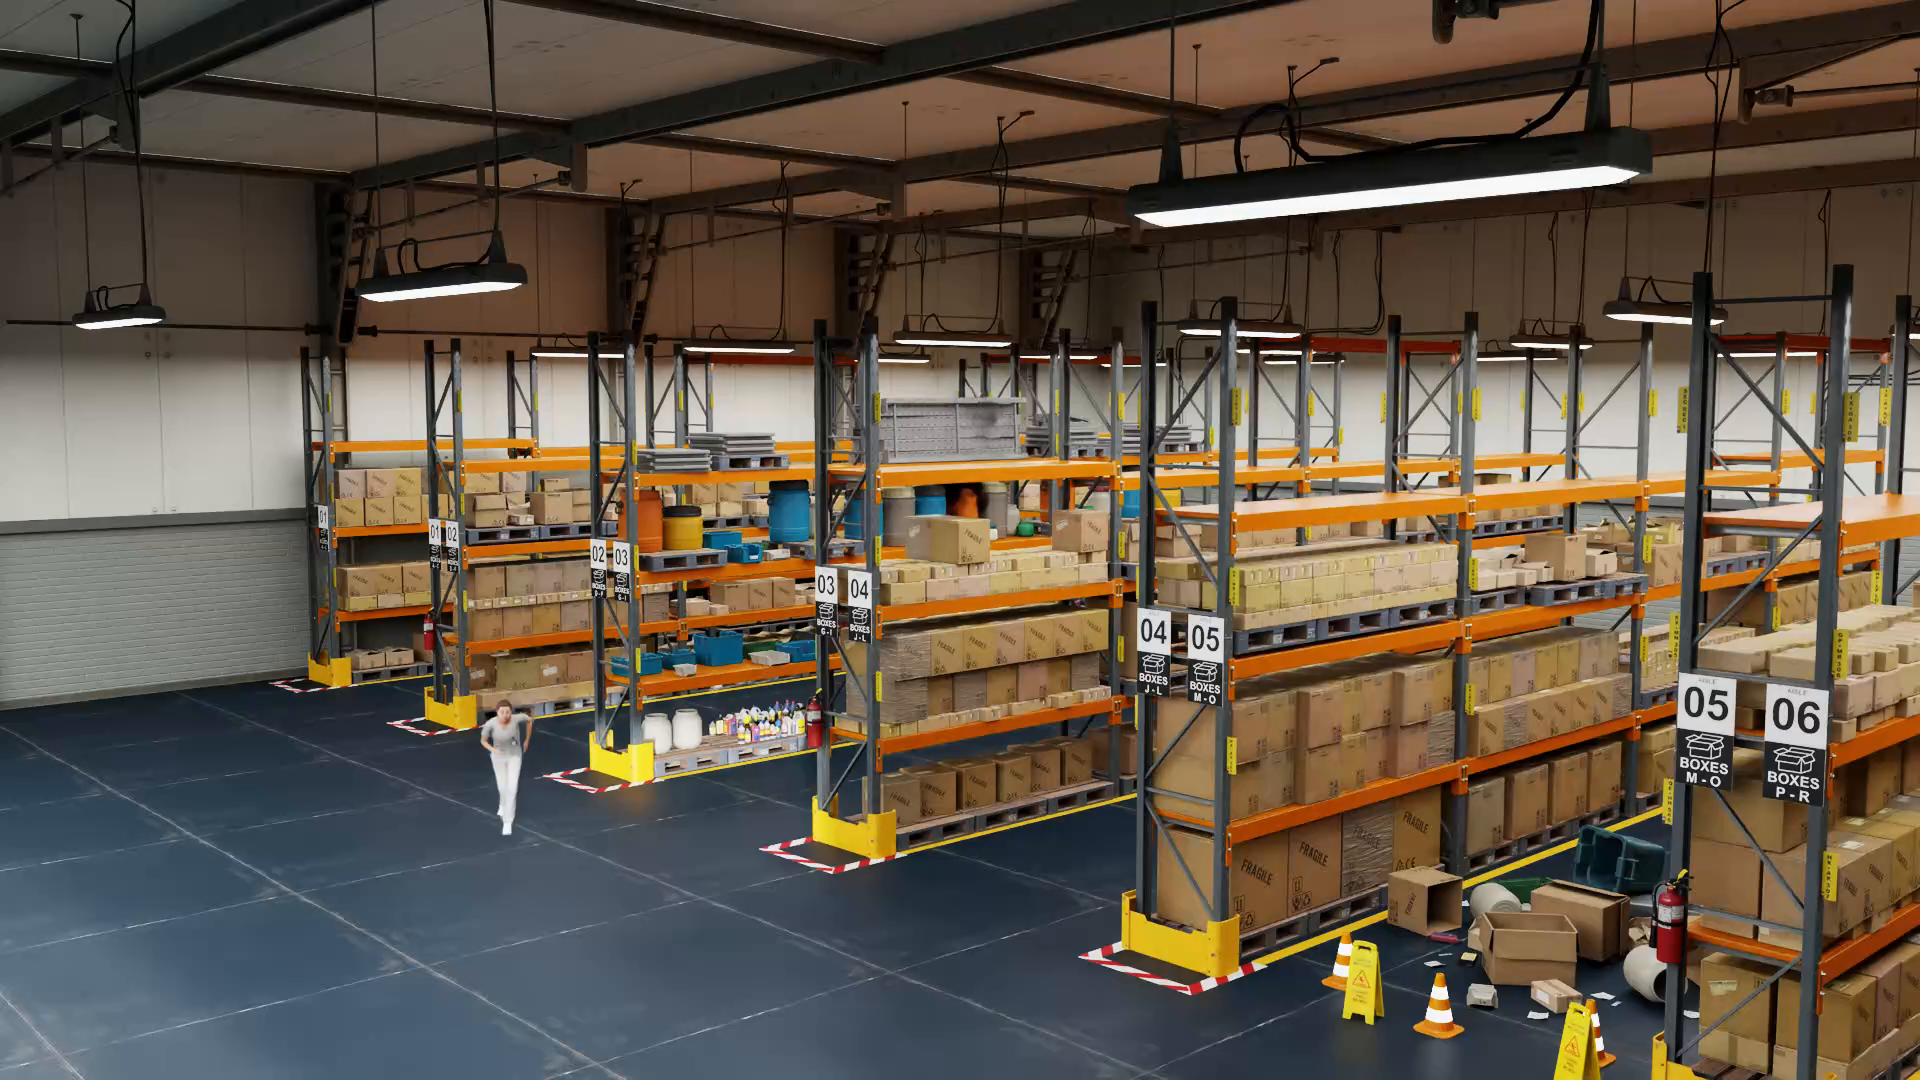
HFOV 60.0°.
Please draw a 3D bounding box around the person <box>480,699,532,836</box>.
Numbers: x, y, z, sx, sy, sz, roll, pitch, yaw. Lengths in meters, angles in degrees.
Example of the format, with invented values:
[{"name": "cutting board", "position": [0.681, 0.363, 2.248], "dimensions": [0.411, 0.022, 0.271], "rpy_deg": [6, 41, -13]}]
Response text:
[{"name": "person", "position": [-5.418, 2.646, 19.876], "dimensions": [0.605, 1.626, 0.972], "rpy_deg": [-2, 5, -18]}]
